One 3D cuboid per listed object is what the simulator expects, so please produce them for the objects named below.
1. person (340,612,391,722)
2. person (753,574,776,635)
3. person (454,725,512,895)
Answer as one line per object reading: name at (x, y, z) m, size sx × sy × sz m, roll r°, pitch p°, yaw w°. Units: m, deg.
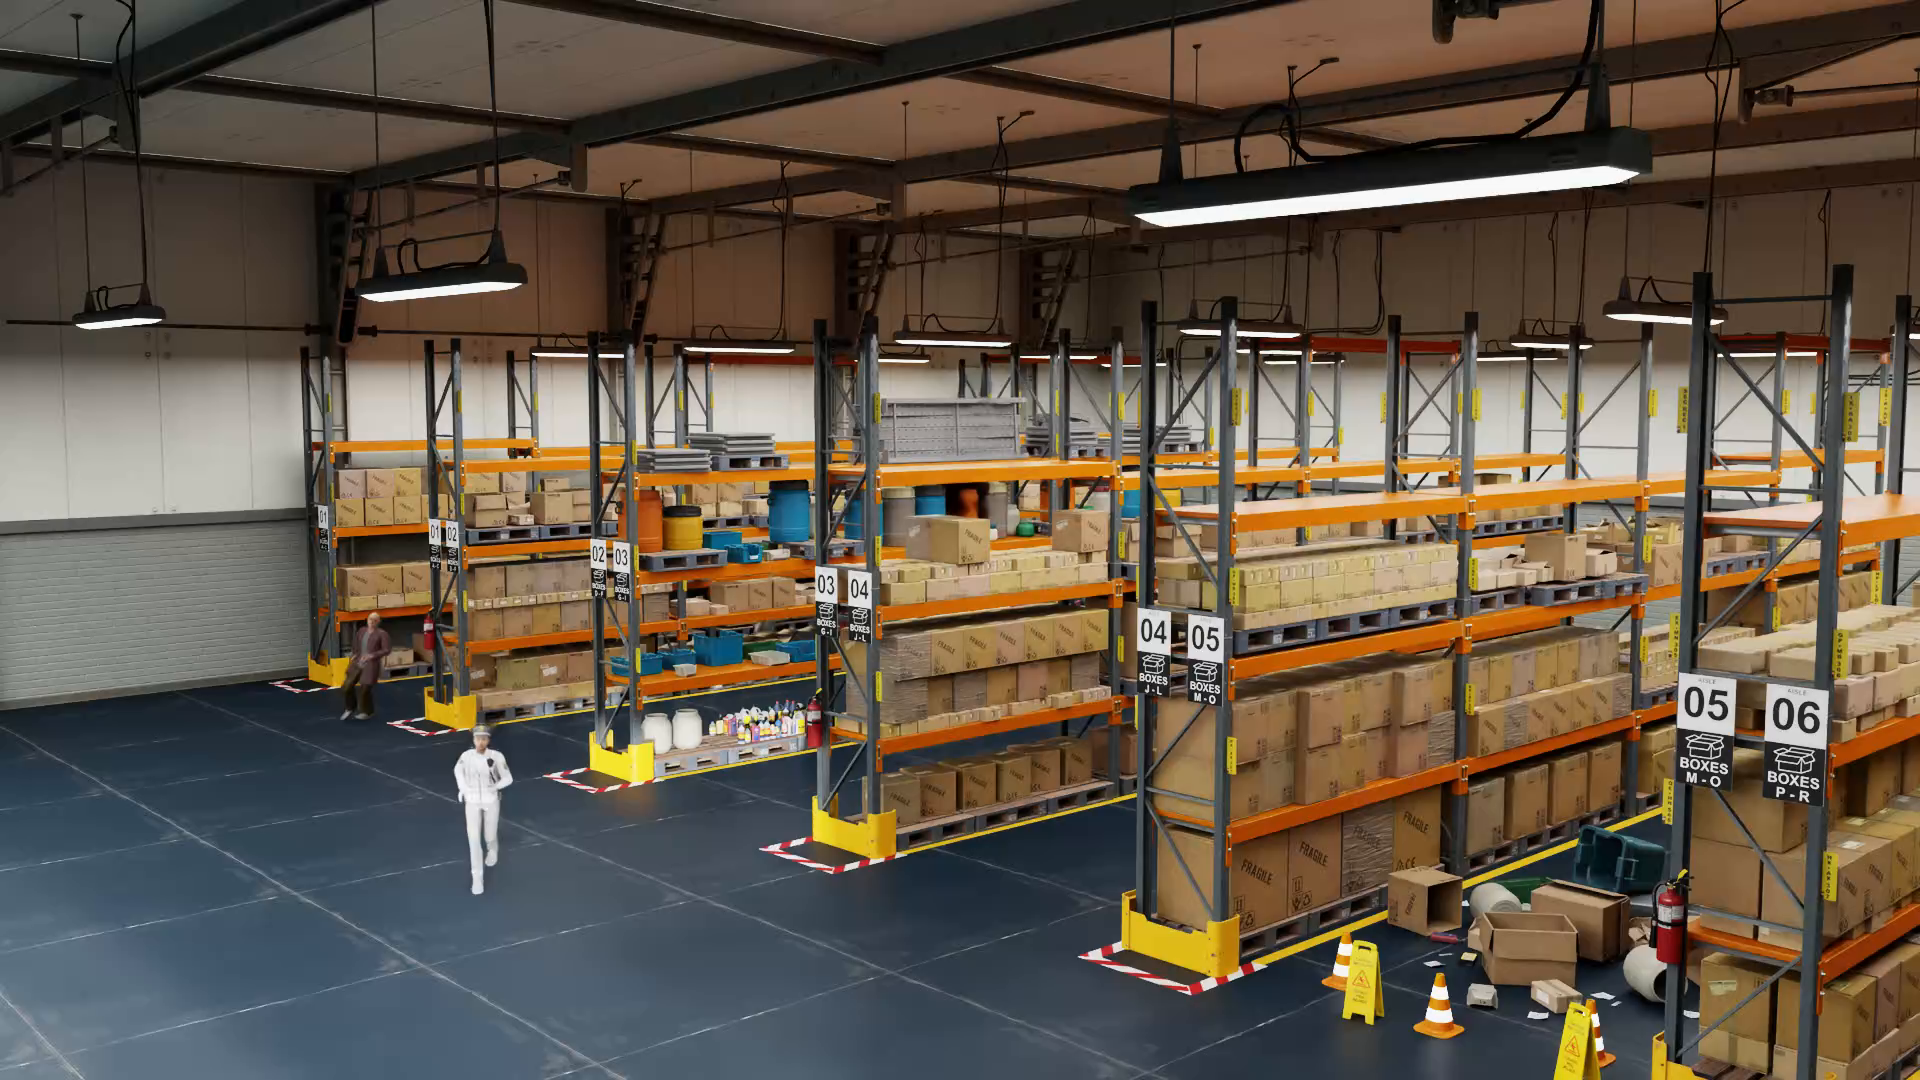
person at (-9.346, 2.003, 26.168) m, size 0.770 × 1.722 × 0.616 m, roll 2°, pitch 5°, yaw 19°
person at (-3.787, 1.492, 32.332) m, size 0.555 × 1.652 × 0.609 m, roll -5°, pitch 7°, yaw -44°
person at (-5.033, 2.778, 17.546) m, size 0.616 × 1.705 × 0.921 m, roll -1°, pitch 5°, yaw -9°
